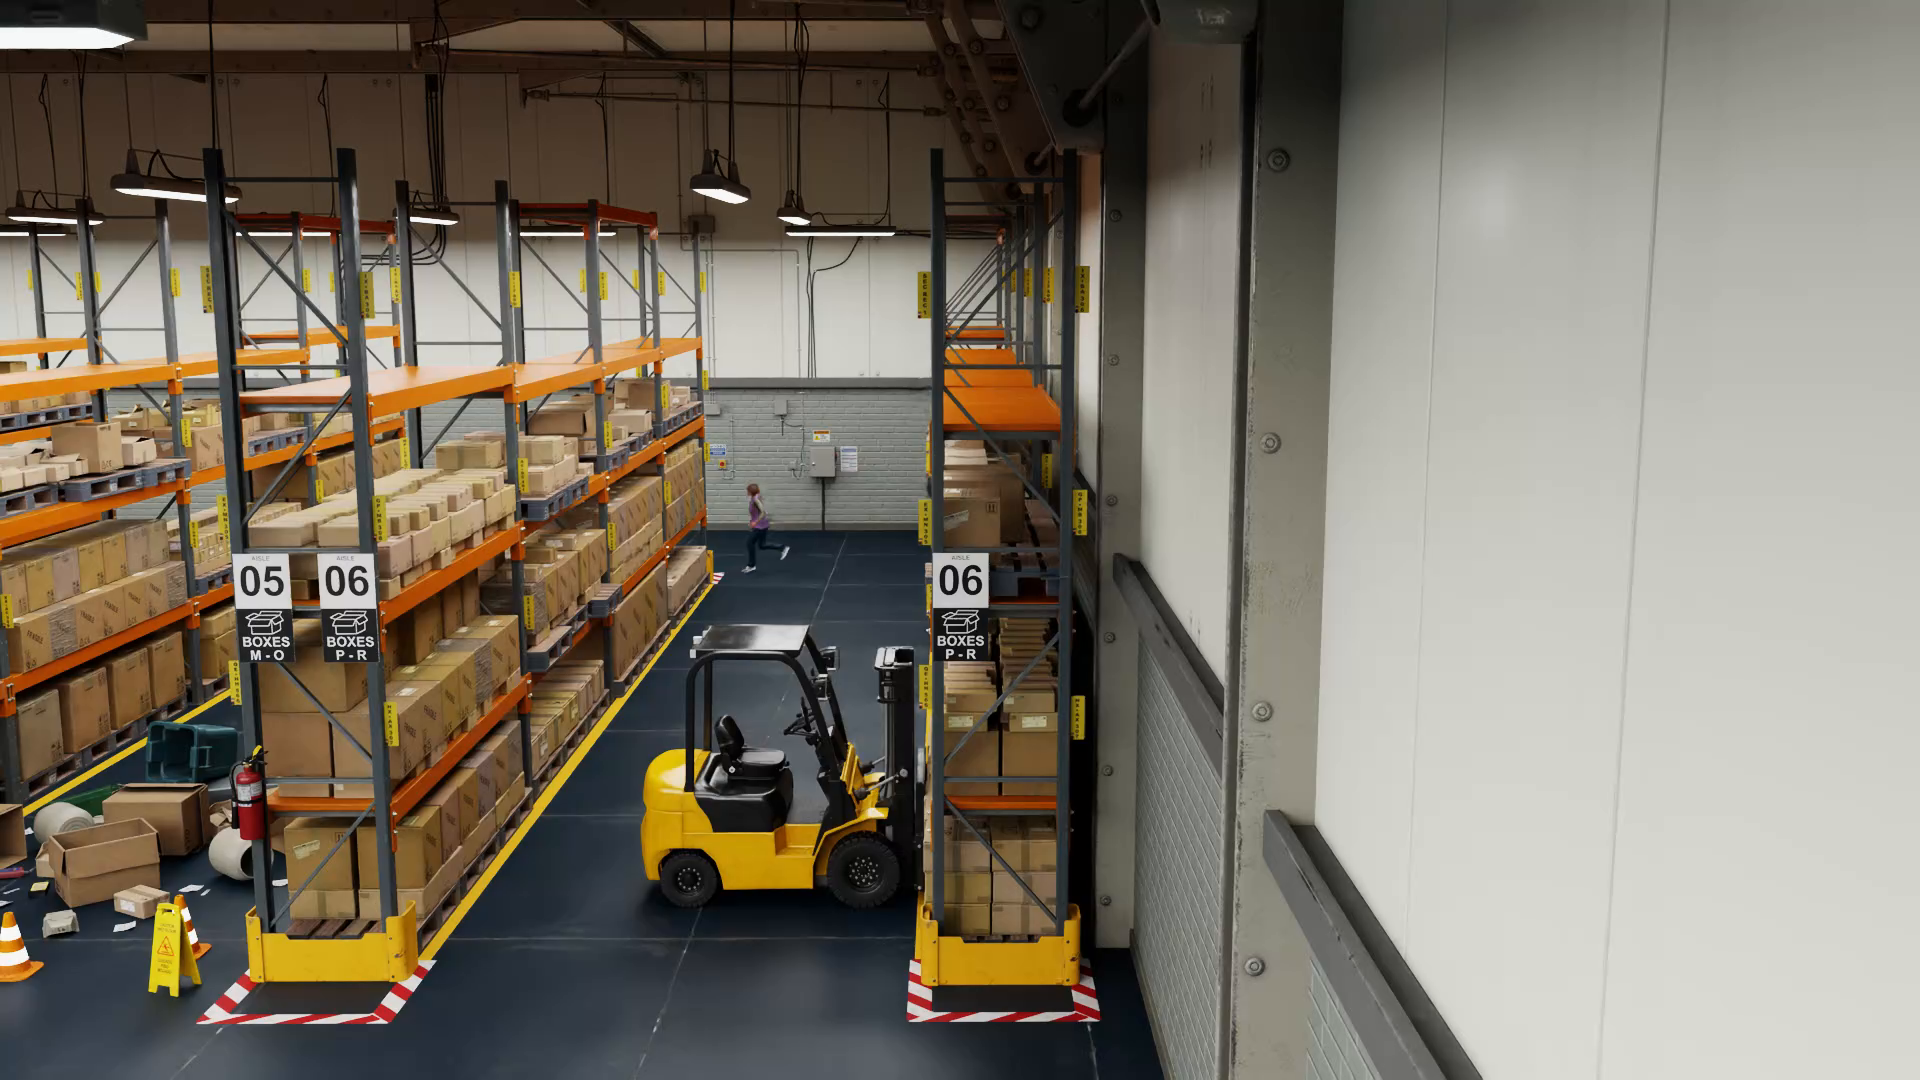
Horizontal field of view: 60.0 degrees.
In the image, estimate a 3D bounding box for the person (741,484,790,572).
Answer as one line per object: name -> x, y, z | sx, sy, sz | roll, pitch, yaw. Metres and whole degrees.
person -> -3.400, -0.202, 28.930 | 0.856, 1.583, 0.543 | 0, 9, -2
